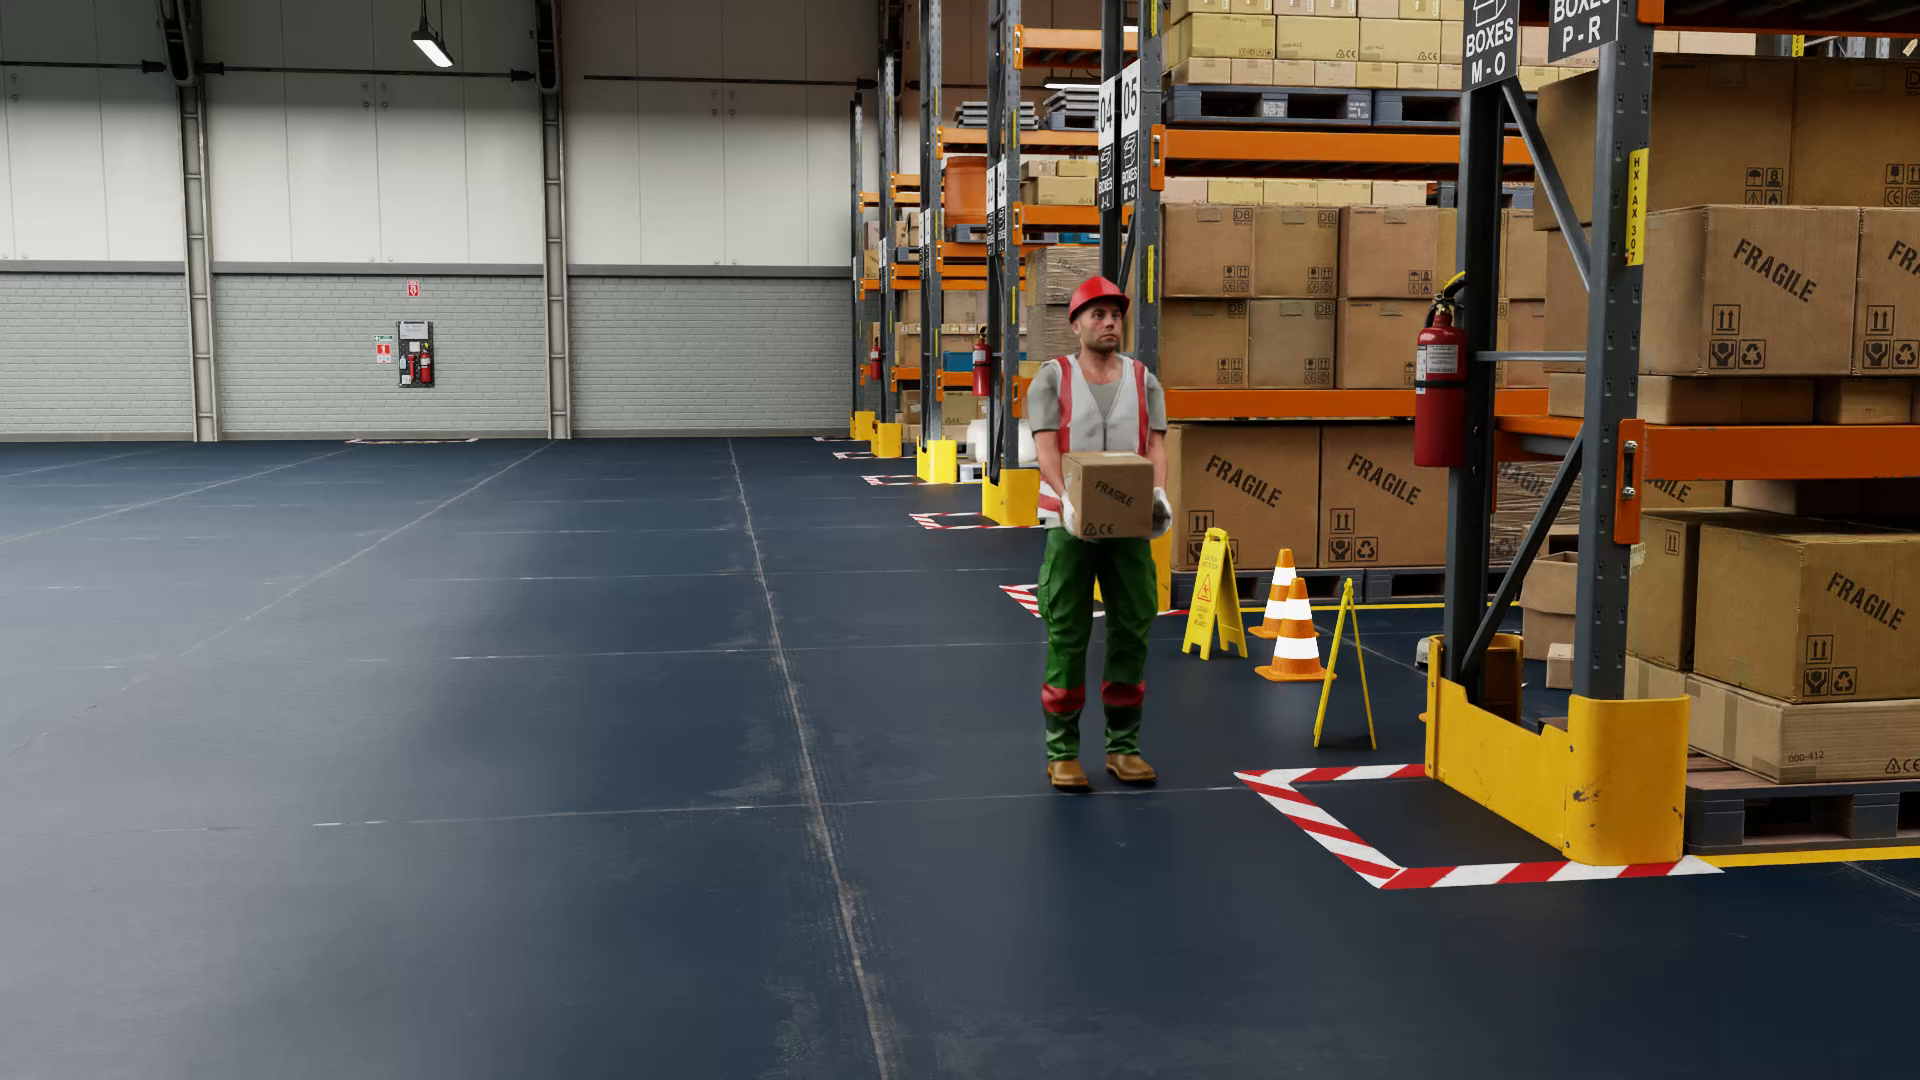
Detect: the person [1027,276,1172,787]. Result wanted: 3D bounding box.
[{"bbox_3d":[0.509,-0.023,5.807,0.511,1.790,0.559,-1,7,-12],"label":"person"}]
